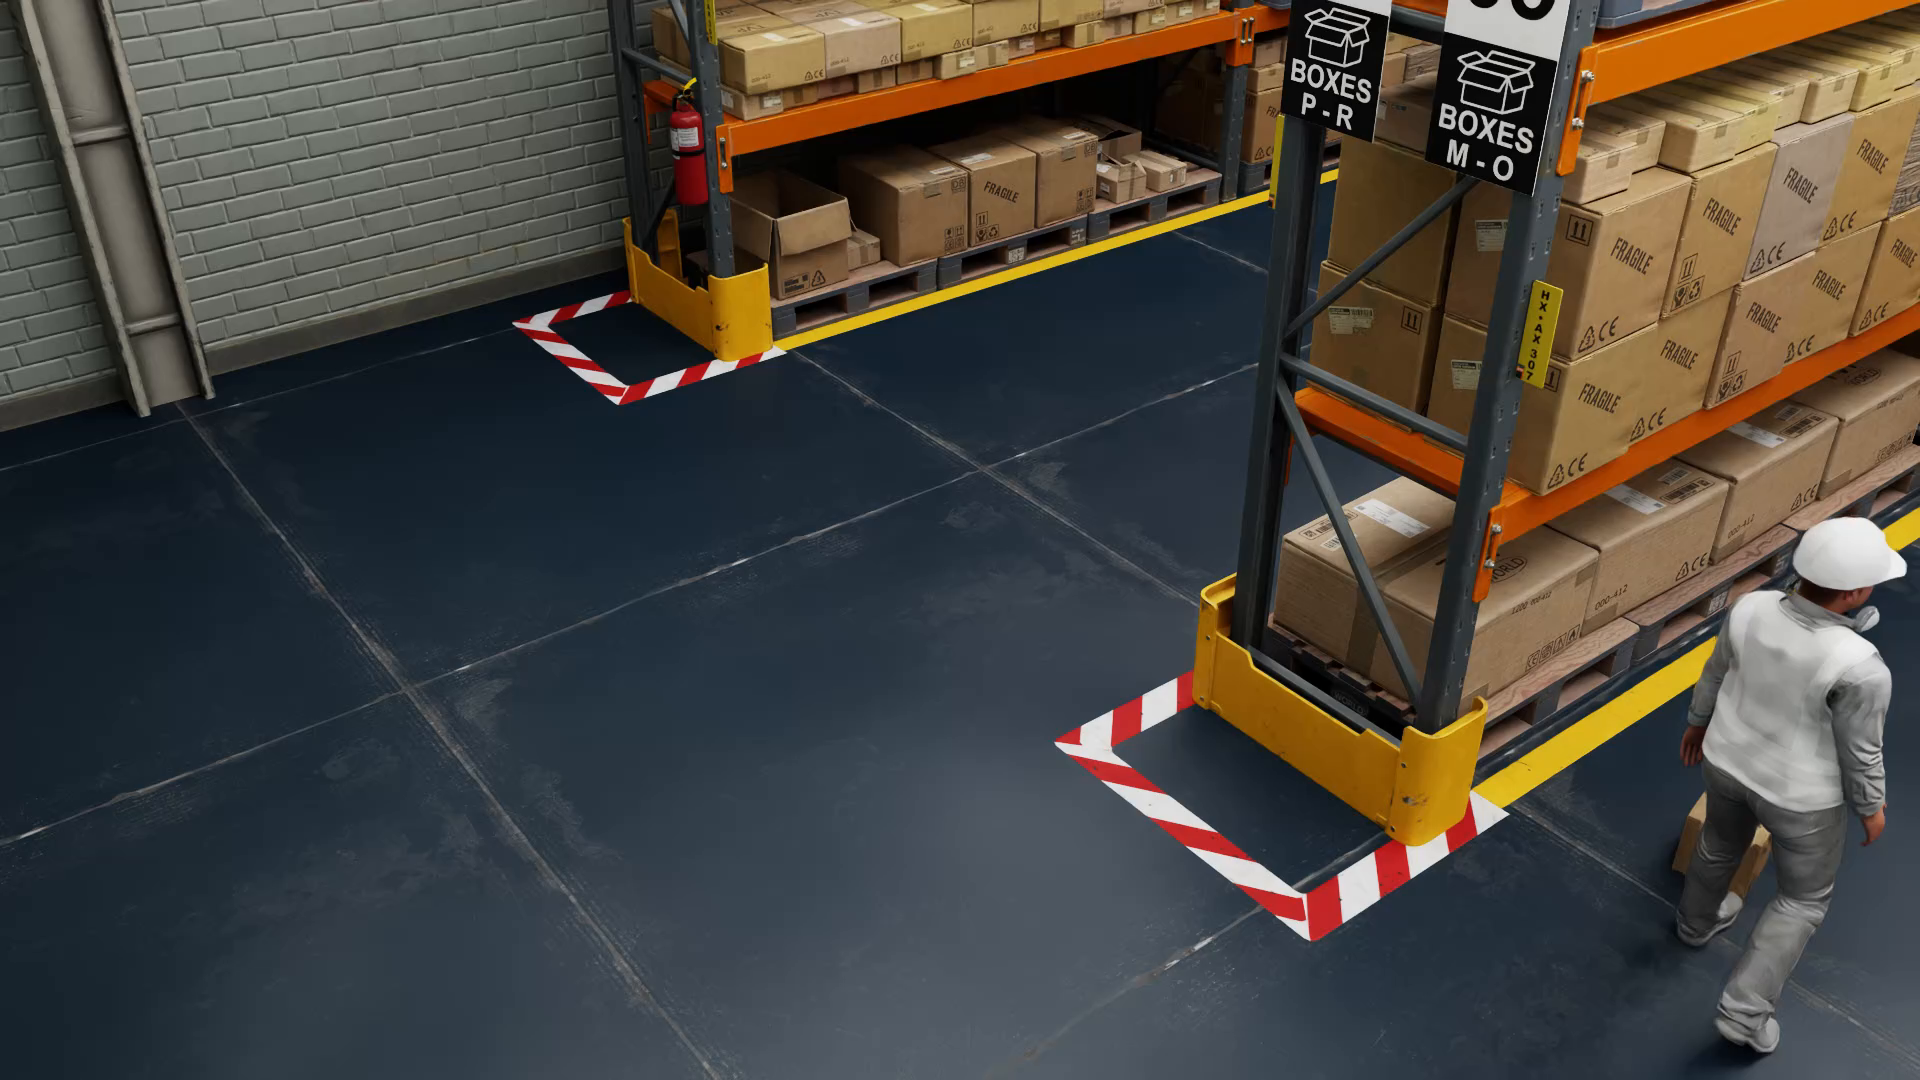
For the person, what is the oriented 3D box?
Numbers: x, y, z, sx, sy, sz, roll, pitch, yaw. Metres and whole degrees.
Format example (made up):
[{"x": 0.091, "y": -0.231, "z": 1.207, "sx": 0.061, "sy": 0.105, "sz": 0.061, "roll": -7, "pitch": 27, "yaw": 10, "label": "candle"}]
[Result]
[{"x": 2.484, "y": 0.682, "z": 5.017, "sx": 0.667, "sy": 1.767, "sz": 0.628, "roll": -19, "pitch": 37, "yaw": -28, "label": "person"}]
